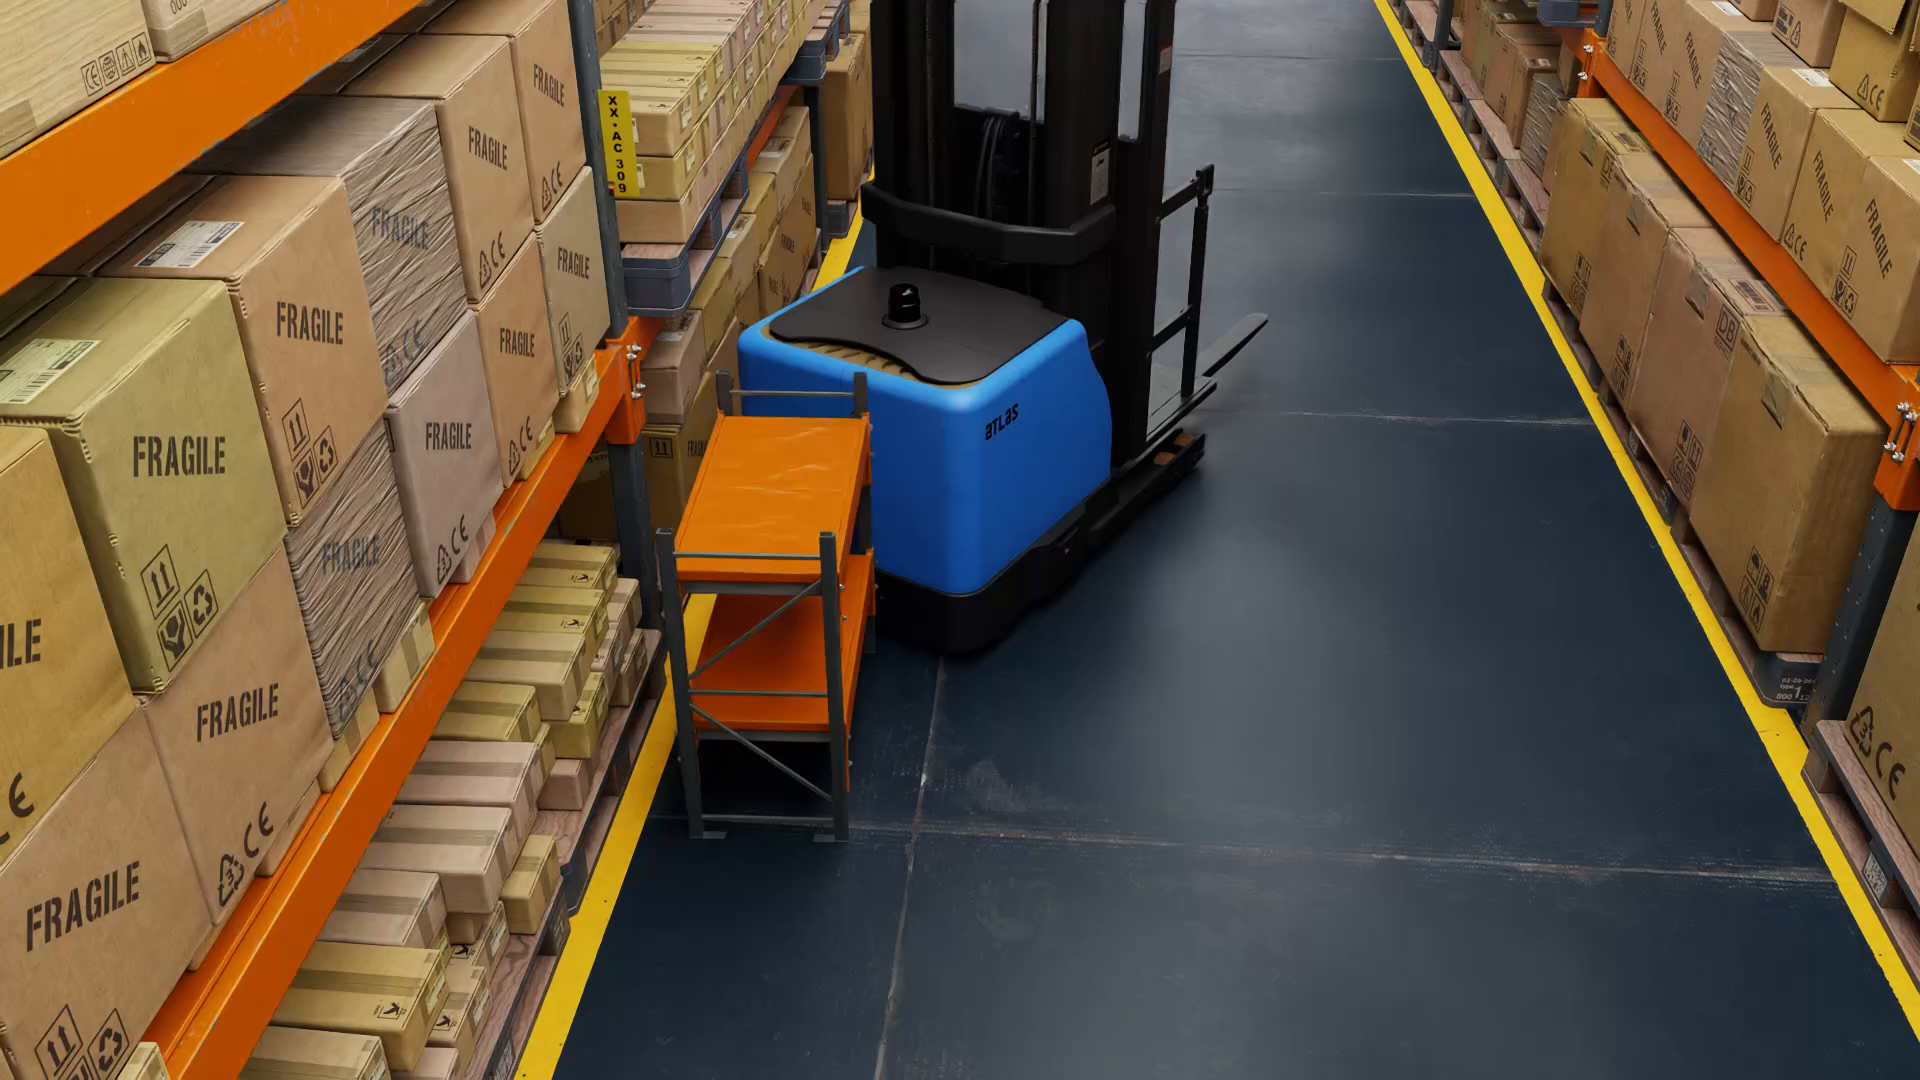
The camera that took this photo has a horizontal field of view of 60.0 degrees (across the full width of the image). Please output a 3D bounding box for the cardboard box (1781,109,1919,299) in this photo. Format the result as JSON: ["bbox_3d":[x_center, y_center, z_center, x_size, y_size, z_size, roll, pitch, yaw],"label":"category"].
[{"bbox_3d":[3.178,-1.133,5.635,0.500,0.500,0.500,3,32,6],"label":"cardboard box"}]

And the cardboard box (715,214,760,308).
[{"bbox_3d":[-1.160,-1.195,7.097,0.500,0.250,0.500,4,32,6],"label":"cardboard box"}]

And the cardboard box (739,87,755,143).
[{"bbox_3d":[-0.997,-1.639,6.390,0.380,0.149,0.250,1,32,2],"label":"cardboard box"}]

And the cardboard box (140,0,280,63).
[{"bbox_3d":[-1.475,-1.001,2.799,0.500,0.250,0.500,2,32,4],"label":"cardboard box"}]

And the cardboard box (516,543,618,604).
[{"bbox_3d":[-1.340,0.138,5.417,0.380,0.149,0.250,3,32,5],"label":"cardboard box"}]

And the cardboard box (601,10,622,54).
[{"bbox_3d":[-1.605,-2.072,6.809,0.380,0.149,0.250,4,32,6],"label":"cardboard box"}]

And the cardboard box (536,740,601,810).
[{"bbox_3d":[-1.324,0.687,5.093,0.380,0.149,0.250,1,32,2],"label":"cardboard box"}]

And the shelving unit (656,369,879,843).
[{"bbox_3d":[-0.578,0.191,5.368,0.538,1.125,1.048,1,32,2],"label":"shelving unit"}]

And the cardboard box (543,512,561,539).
[{"bbox_3d":[-1.761,-0.353,6.446,0.500,0.500,0.500,2,32,3],"label":"cardboard box"}]

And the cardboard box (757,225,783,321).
[{"bbox_3d":[-1.110,-1.143,7.728,0.500,0.500,0.500,1,32,2],"label":"cardboard box"}]

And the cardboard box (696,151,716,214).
[{"bbox_3d":[-1.063,-1.244,5.749,0.380,0.149,0.250,3,32,5],"label":"cardboard box"}]

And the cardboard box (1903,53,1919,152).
[{"bbox_3d":[3.409,-1.380,5.079,0.797,0.503,0.637,2,32,3],"label":"cardboard box"}]

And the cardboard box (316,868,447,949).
[{"bbox_3d":[-1.502,0.948,4.102,0.380,0.149,0.250,3,32,4],"label":"cardboard box"}]

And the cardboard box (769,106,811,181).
[{"bbox_3d":[-1.039,-1.997,8.400,0.500,0.250,0.500,2,32,3],"label":"cardboard box"}]

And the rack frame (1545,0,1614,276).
[{"bbox_3d":[3.691,-2.668,8.220,1.000,3.000,0.127,2,32,4],"label":"rack frame"}]

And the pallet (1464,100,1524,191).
[{"bbox_3d":[3.858,-2.525,10.647,1.003,0.211,1.213,2,32,4],"label":"pallet"}]

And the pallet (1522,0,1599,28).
[{"bbox_3d":[3.643,-2.963,8.882,1.213,0.211,1.003,2,32,4],"label":"pallet"}]

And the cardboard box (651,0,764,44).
[{"bbox_3d":[-0.975,-2.028,6.454,0.380,0.149,0.250,4,32,6],"label":"cardboard box"}]

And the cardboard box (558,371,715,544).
[{"bbox_3d":[-1.245,-0.331,6.410,0.500,0.500,0.500,4,32,6],"label":"cardboard box"}]

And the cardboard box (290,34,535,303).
[{"bbox_3d":[-1.375,-0.908,4.032,0.500,0.500,0.500,1,32,2],"label":"cardboard box"}]

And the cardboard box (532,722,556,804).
[{"bbox_3d":[-1.411,0.656,4.861,0.380,0.149,0.250,3,32,4],"label":"cardboard box"}]

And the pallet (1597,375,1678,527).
[{"bbox_3d":[3.450,-0.435,7.255,1.003,0.211,1.213,2,32,4],"label":"pallet"}]

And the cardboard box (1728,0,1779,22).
[{"bbox_3d":[3.559,-2.415,6.758,0.797,0.503,0.637,3,32,5],"label":"cardboard box"}]

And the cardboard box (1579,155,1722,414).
[{"bbox_3d":[3.534,-1.116,7.327,1.225,0.875,0.875,3,32,4],"label":"cardboard box"}]

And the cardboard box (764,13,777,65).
[{"bbox_3d":[-0.954,-2.044,6.763,0.380,0.149,0.250,2,32,3],"label":"cardboard box"}]

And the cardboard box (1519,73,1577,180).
[{"bbox_3d":[3.758,-2.433,9.802,0.700,0.500,0.500,0,32,0],"label":"cardboard box"}]

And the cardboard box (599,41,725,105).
[{"bbox_3d":[-1.039,-1.632,5.812,0.380,0.149,0.250,3,32,4],"label":"cardboard box"}]

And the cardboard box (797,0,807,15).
[{"bbox_3d":[-0.890,-2.445,7.414,0.380,0.149,0.250,3,32,4],"label":"cardboard box"}]

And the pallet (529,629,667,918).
[{"bbox_3d":[-1.589,0.699,5.415,1.003,0.211,1.213,2,32,4],"label":"pallet"}]

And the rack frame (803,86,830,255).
[{"bbox_3d":[-1.244,-2.932,8.649,1.000,3.000,0.127,2,32,4],"label":"rack frame"}]

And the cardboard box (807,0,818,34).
[{"bbox_3d":[-0.869,-2.462,7.726,0.380,0.149,0.250,3,32,5],"label":"cardboard box"}]

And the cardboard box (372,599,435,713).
[{"bbox_3d":[-1.416,0.246,3.731,0.380,0.149,0.250,3,32,5],"label":"cardboard box"}]

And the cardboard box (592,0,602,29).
[{"bbox_3d":[-1.625,-2.066,6.515,0.380,0.149,0.250,1,32,2],"label":"cardboard box"}]

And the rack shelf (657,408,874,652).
[{"bbox_3d":[-0.578,-0.058,5.214,0.538,0.278,1.000,1,32,2],"label":"rack shelf"}]

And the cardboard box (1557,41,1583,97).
[{"bbox_3d":[3.749,-2.740,9.585,0.500,0.250,0.500,6,32,10],"label":"cardboard box"}]

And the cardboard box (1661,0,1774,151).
[{"bbox_3d":[3.302,-1.930,6.927,0.500,0.500,0.500,2,32,3],"label":"cardboard box"}]

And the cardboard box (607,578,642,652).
[{"bbox_3d":[-1.279,0.246,5.526,0.380,0.149,0.250,3,32,5],"label":"cardboard box"}]

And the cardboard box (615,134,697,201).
[{"bbox_3d":[-1.079,-1.226,5.435,0.380,0.149,0.250,3,32,5],"label":"cardboard box"}]

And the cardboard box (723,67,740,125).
[{"bbox_3d":[-1.019,-1.632,6.095,0.380,0.149,0.250,1,32,2],"label":"cardboard box"}]

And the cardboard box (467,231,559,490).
[{"bbox_3d":[-1.371,-0.474,4.281,0.500,0.500,0.500,2,32,3],"label":"cardboard box"}]

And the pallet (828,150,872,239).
[{"bbox_3d":[-1.105,-2.154,10.045,1.003,0.211,1.213,2,32,4],"label":"pallet"}]

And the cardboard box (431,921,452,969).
[{"bbox_3d":[-1.518,1.067,4.194,0.380,0.149,0.250,4,32,6],"label":"cardboard box"}]

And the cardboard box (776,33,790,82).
[{"bbox_3d":[-0.936,-2.056,7.067,0.380,0.149,0.250,3,32,5],"label":"cardboard box"}]

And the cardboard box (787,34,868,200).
[{"bbox_3d":[-1.105,-2.468,9.640,1.050,0.750,0.750,2,32,3],"label":"cardboard box"}]

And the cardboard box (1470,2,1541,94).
[{"bbox_3d":[3.888,-3.314,11.231,0.700,0.500,0.500,2,32,4],"label":"cardboard box"}]

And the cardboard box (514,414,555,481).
[{"bbox_3d":[-1.354,-0.298,4.614,0.380,0.149,0.250,4,32,6],"label":"cardboard box"}]

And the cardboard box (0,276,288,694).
[{"bbox_3d":[-1.495,-0.103,2.726,0.500,0.500,0.500,2,32,3],"label":"cardboard box"}]

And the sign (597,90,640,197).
[{"bbox_3d":[-1.029,-1.190,4.997,0.100,0.325,0.005,2,32,4],"label":"sign"}]

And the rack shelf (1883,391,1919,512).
[{"bbox_3d":[3.202,0.776,3.318,1.077,0.370,4.000,2,32,4],"label":"rack shelf"}]

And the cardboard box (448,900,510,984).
[{"bbox_3d":[-1.435,1.088,4.442,0.380,0.149,0.250,3,32,5],"label":"cardboard box"}]

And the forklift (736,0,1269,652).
[{"bbox_3d":[0.406,-1.580,6.519,1.130,2.935,3.031,19,36,27],"label":"forklift"}]

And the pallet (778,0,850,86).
[{"bbox_3d":[-1.196,-2.474,8.088,1.213,0.211,1.003,2,32,4],"label":"pallet"}]

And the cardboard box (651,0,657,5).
[{"bbox_3d":[-1.542,-2.473,7.460,0.380,0.149,0.250,3,32,4],"label":"cardboard box"}]

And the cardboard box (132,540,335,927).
[{"bbox_3d":[-1.513,0.322,2.990,0.500,0.500,0.500,3,32,5],"label":"cardboard box"}]

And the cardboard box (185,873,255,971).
[{"bbox_3d":[-1.557,0.647,3.081,0.380,0.149,0.250,2,32,3],"label":"cardboard box"}]

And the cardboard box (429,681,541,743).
[{"bbox_3d":[-1.433,0.536,4.771,0.380,0.149,0.250,3,32,6],"label":"cardboard box"}]
